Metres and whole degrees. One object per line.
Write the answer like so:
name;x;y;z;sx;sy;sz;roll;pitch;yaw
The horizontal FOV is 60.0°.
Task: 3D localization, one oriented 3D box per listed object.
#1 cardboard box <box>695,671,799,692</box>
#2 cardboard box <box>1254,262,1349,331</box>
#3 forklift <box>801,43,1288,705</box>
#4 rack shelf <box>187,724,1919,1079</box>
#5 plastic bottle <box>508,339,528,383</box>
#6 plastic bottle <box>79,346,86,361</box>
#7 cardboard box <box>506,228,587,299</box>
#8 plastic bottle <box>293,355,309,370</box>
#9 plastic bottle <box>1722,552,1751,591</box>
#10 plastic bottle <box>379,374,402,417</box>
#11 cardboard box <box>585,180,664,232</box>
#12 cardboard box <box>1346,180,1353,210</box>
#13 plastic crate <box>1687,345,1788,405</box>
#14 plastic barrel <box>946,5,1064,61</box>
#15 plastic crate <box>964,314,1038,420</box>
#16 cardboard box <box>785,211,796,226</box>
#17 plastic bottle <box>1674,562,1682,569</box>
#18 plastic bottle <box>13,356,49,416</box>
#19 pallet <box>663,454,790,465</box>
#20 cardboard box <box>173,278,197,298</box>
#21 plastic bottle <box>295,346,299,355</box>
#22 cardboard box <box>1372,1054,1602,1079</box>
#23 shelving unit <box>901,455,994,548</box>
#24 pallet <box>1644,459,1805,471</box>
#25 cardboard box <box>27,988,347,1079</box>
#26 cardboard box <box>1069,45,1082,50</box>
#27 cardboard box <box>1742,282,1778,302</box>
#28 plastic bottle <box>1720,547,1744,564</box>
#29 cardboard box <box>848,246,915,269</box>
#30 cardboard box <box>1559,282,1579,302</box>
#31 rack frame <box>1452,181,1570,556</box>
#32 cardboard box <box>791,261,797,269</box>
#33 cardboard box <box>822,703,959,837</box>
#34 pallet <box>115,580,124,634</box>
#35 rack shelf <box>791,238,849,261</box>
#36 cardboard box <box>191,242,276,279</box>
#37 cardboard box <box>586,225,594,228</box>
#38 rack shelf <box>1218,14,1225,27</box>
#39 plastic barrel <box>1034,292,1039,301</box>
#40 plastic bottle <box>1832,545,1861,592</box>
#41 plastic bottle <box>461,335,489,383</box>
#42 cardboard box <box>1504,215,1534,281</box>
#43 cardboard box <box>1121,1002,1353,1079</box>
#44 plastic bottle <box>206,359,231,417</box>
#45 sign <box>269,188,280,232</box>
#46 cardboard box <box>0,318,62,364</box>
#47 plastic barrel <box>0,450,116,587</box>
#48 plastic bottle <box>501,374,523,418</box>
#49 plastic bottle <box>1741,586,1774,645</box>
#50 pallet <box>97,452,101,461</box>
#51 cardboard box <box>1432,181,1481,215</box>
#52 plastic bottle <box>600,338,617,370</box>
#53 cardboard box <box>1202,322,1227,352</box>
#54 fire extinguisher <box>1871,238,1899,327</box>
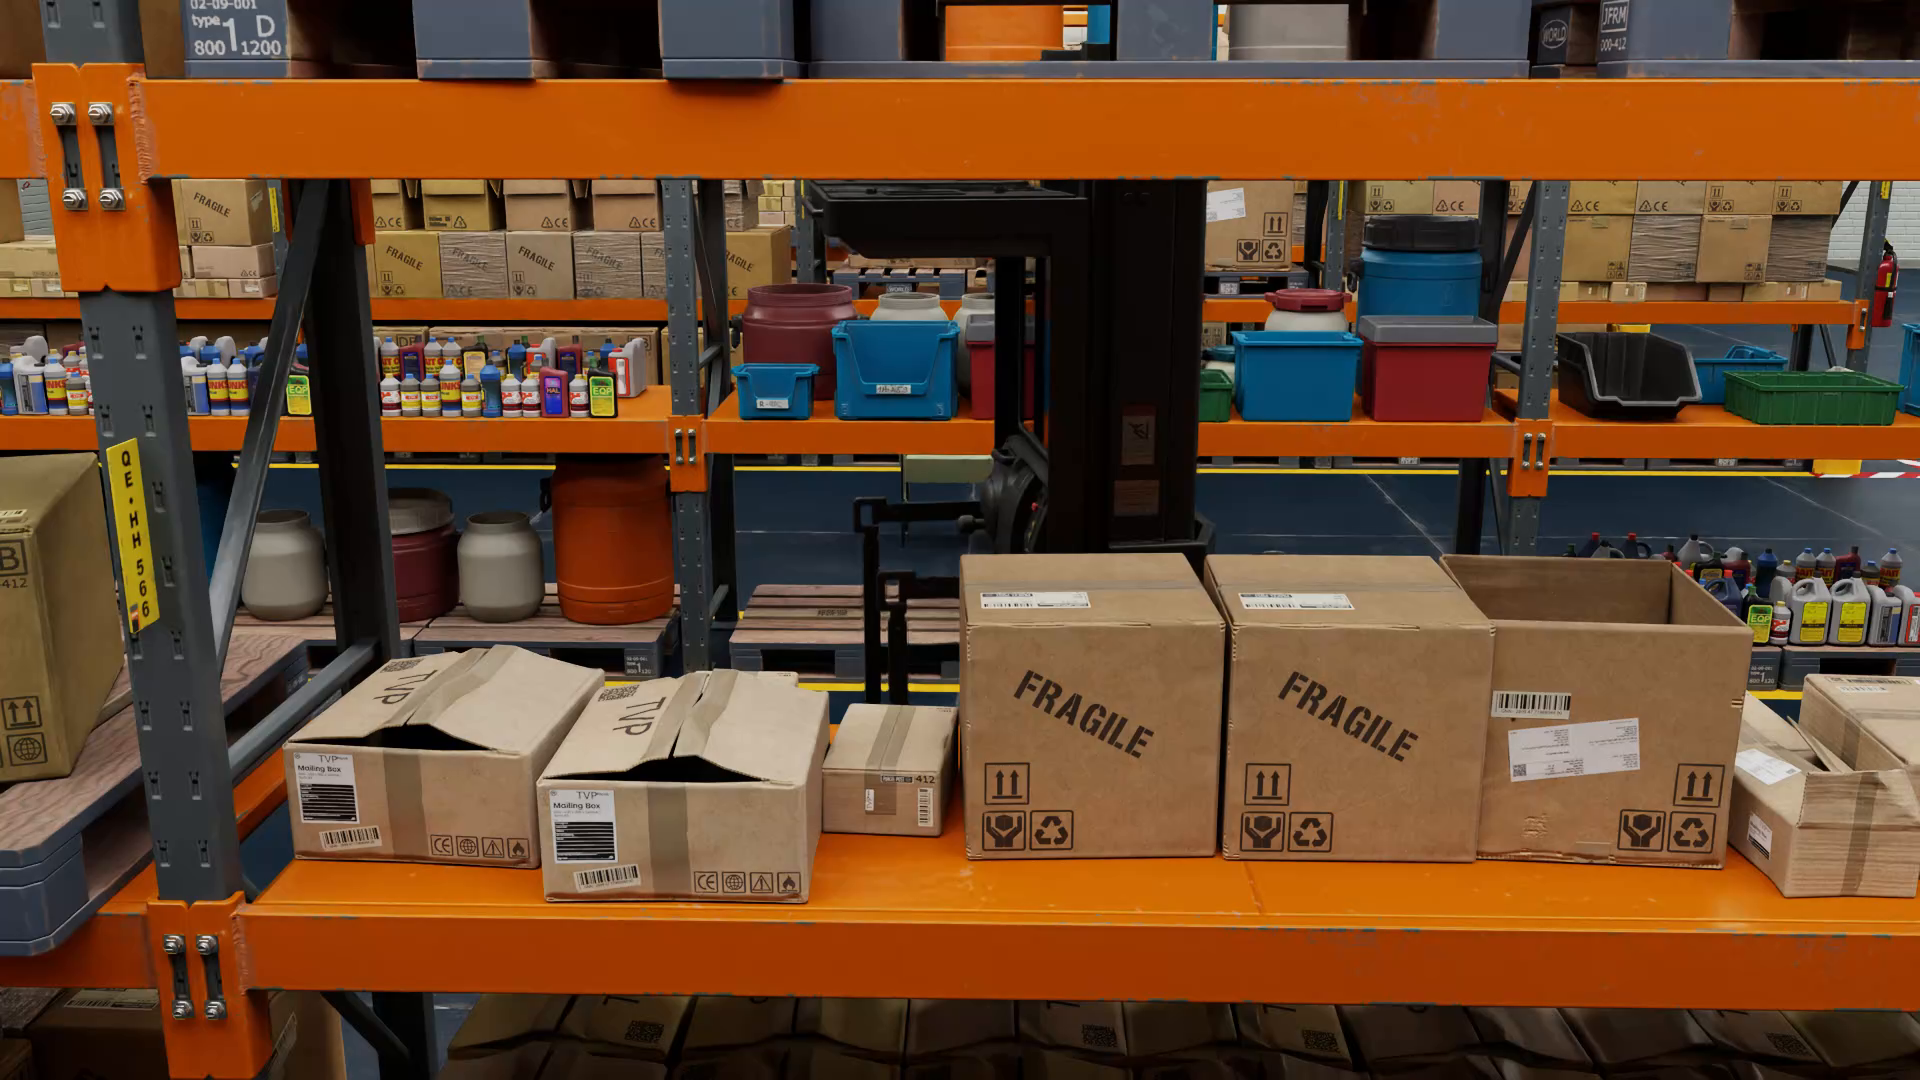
cardboard box;-0.516;0.432;3.814;0.250;0.149;0.380;0;15;1
cardboard box;3.688;-2.543;17.940;0.875;0.875;0.875;1;15;2
forklift;0.000;-0.142;5.633;3.031;2.935;1.130;-2;15;-7
rack shelf;0.577;0.736;3.579;4.000;0.370;1.077;0;15;1
plastic bottle;-2.296;-0.906;8.646;0.097;0.271;0.097;0;15;0
plastic bottle;-4.523;-0.931;8.733;0.135;0.276;0.152;0;15;1
cardboard box;-3.191;-2.150;12.913;0.500;0.500;0.500;1;15;2
plastic bottle;-3.166;-0.750;8.032;0.133;0.283;0.061;0;15;1
plastic bottle;4.033;0.202;8.656;0.133;0.283;0.061;0;15;1
plastic bottle;-2.734;-0.697;7.991;0.097;0.201;0.097;0;15;0
cardboard box;-2.547;-2.698;13.024;0.637;0.503;0.797;1;15;3
cardboard box;3.290;-2.868;13.090;0.500;0.500;0.500;0;15;1
plastic crate;3.820;-0.852;8.480;0.616;0.251;0.499;0;15;1
plastic barrel;0.177;-2.481;7.641;0.708;0.830;0.600;0;15;1
plastic crate;0.316;-0.830;7.981;0.583;0.464;0.402;0;15;1
cardboard box;-1.691;-3.385;17.458;0.250;0.149;0.380;0;15;1
plastic bottle;3.507;0.281;8.226;0.185;0.351;0.144;0;15;1
plastic bottle;-4.472;-0.751;8.051;0.135;0.276;0.152;0;15;1
pallet;-1.952;-0.827;13.560;1.213;0.211;1.003;0;15;1
cardboard box;-5.991;-1.977;12.947;0.250;0.149;0.380;0;15;0
plastic bottle;-3.420;-0.939;8.749;0.133;0.283;0.061;0;15;1
cardboard box;1.145;1.322;3.418;0.500;0.311;0.500;0;15;1
shelving unit;0.007;-0.725;10.649;0.755;1.500;0.431;0;15;1
pallet;5.945;-0.765;13.327;1.213;0.211;1.003;0;15;1
cardboard box;-1.870;1.296;4.087;0.500;0.500;0.500;1;15;4
cardboard box;0.956;-3.652;12.557;0.250;0.166;0.380;0;15;0
cardboard box;6.041;-1.917;12.717;0.250;0.149;0.380;0;15;1
plastic bottle;4.035;0.179;8.759;0.135;0.276;0.152;1;15;2
cardboard box;-0.625;-2.409;13.071;0.500;0.500;0.500;-1;15;-5
cardboard box;4.540;-1.919;12.725;0.250;0.149;0.380;0;15;1
rack frame;2.707;-0.862;8.226;0.127;3.000;1.000;0;15;1
cardboard box;-2.492;-3.886;23.032;0.875;0.875;0.875;1;15;2
cardboard box;-0.146;0.491;3.592;0.250;0.149;0.380;1;15;6
pallet;-4.520;0.450;8.720;1.213;0.211;1.003;0;15;1
rack shelf;-2.937;-3.080;18.045;4.000;0.370;1.077;0;15;1
cardboard box;-5.612;-2.184;12.949;0.500;0.250;0.500;0;15;0
cardboard box;-3.172;-2.281;13.409;0.500;0.500;0.500;0;15;2
rack shelf;5.209;-8.264;26.719;4.000;0.370;1.077;0;15;1
plastic barrel;0.590;-0.997;8.473;0.433;0.535;0.433;0;15;0
plastic bottle;4.675;0.168;8.787;0.133;0.283;0.061;1;15;2
plastic bottle;-2.542;-0.934;8.727;0.133;0.283;0.061;0;15;1
cardboard box;4.283;-2.308;12.931;0.500;0.500;0.875;0;15;1
cardboard box;0.633;1.181;3.952;0.500;0.311;0.500;1;15;3
plastic bottle;-3.565;-0.736;8.002;0.097;0.271;0.097;0;15;0
sign;-5.177;-2.492;12.554;0.005;0.325;0.100;0;15;1
cardboard box;-7.611;-1.389;13.566;0.875;0.875;0.875;0;15;1
plastic barrel;-4.747;-0.094;8.608;0.708;0.901;0.600;0;15;1
plastic bottle;-2.150;-0.693;7.976;0.097;0.201;0.097;0;15;0
plastic bottle;3.856;0.363;8.046;0.133;0.283;0.061;1;15;4
pallet;-7.145;-0.861;13.689;1.213;0.211;1.003;0;15;1
cardboard box;3.777;-2.730;12.568;0.500;0.500;0.500;0;15;1
plastic bottle;-1.831;-0.918;8.694;0.097;0.271;0.097;0;15;0
cardboard box;2.438;-2.485;17.967;0.750;0.750;1.050;0;15;1
fire extinguisher;6.935;-1.943;12.476;0.183;0.674;0.296;0;15;1
